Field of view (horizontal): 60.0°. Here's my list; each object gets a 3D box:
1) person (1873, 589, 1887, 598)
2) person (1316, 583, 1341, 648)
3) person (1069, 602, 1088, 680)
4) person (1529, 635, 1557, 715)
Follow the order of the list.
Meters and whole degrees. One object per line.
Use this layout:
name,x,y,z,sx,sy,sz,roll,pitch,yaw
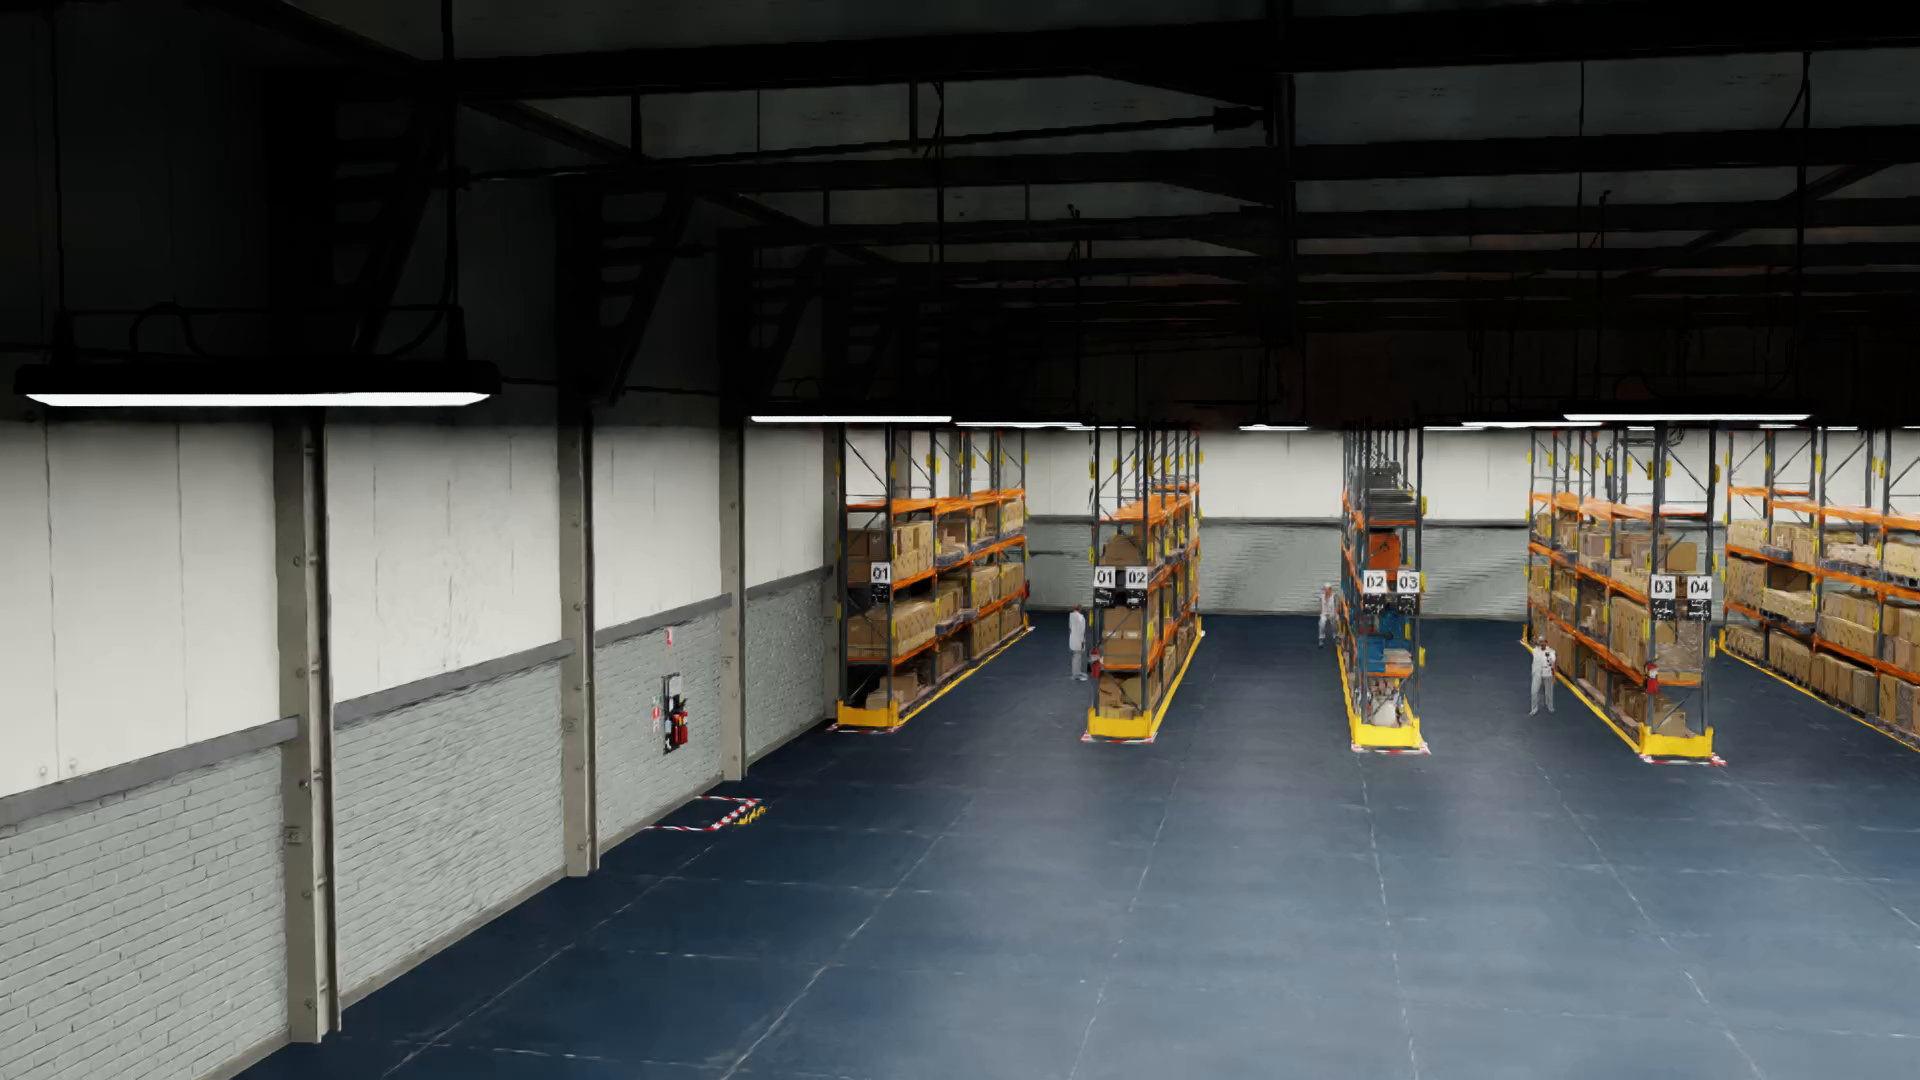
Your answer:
person,24.646,2.013,44.511,0.554,1.666,0.514,-2,4,-24
person,9.831,1.995,44.240,0.596,1.736,0.980,2,4,31
person,2.764,2.321,38.489,0.504,1.784,0.640,-1,4,-20
person,11.837,2.724,33.688,0.498,1.610,0.891,2,4,28
